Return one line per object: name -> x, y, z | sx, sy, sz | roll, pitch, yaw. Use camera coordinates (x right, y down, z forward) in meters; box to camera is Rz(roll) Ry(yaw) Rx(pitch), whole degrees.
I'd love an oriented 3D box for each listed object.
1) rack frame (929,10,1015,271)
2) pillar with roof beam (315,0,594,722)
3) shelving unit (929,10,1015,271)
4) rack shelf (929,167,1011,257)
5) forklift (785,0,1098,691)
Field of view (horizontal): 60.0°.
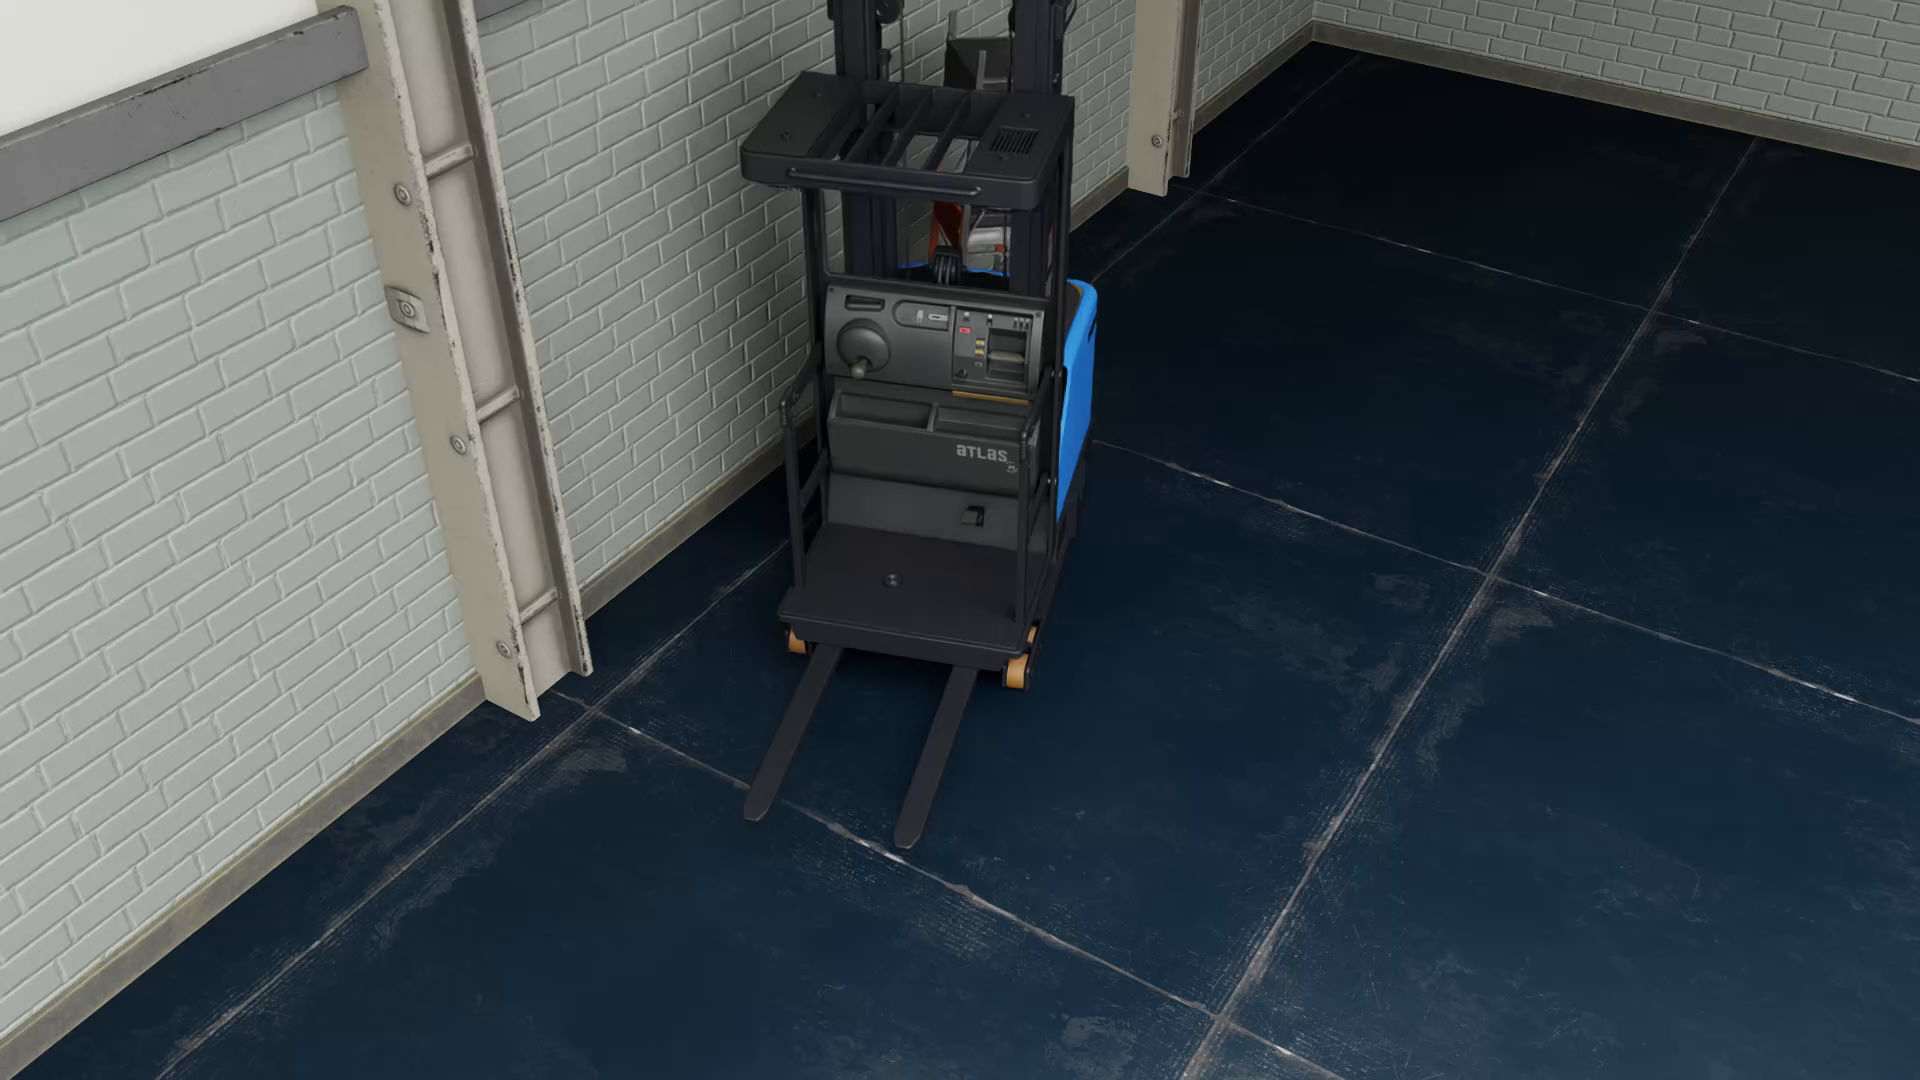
rack frame -> 0.055, -1.735, 8.671 | 0.400, 2.100, 0.015 | -6, 40, -16
pillar with roof beam -> 1.765, -1.523, 2.794 | 9.100, 9.000, 0.400 | 21, 42, 25
shelving unit -> 0.120, -1.589, 8.494 | 0.431, 2.100, 0.492 | -6, 40, -16
rack shelf -> 0.120, -1.575, 8.498 | 0.431, 0.518, 0.480 | -6, 40, -16
forklift -> -0.161, -0.760, 6.775 | 1.130, 2.935, 3.031 | 8, 38, 11
